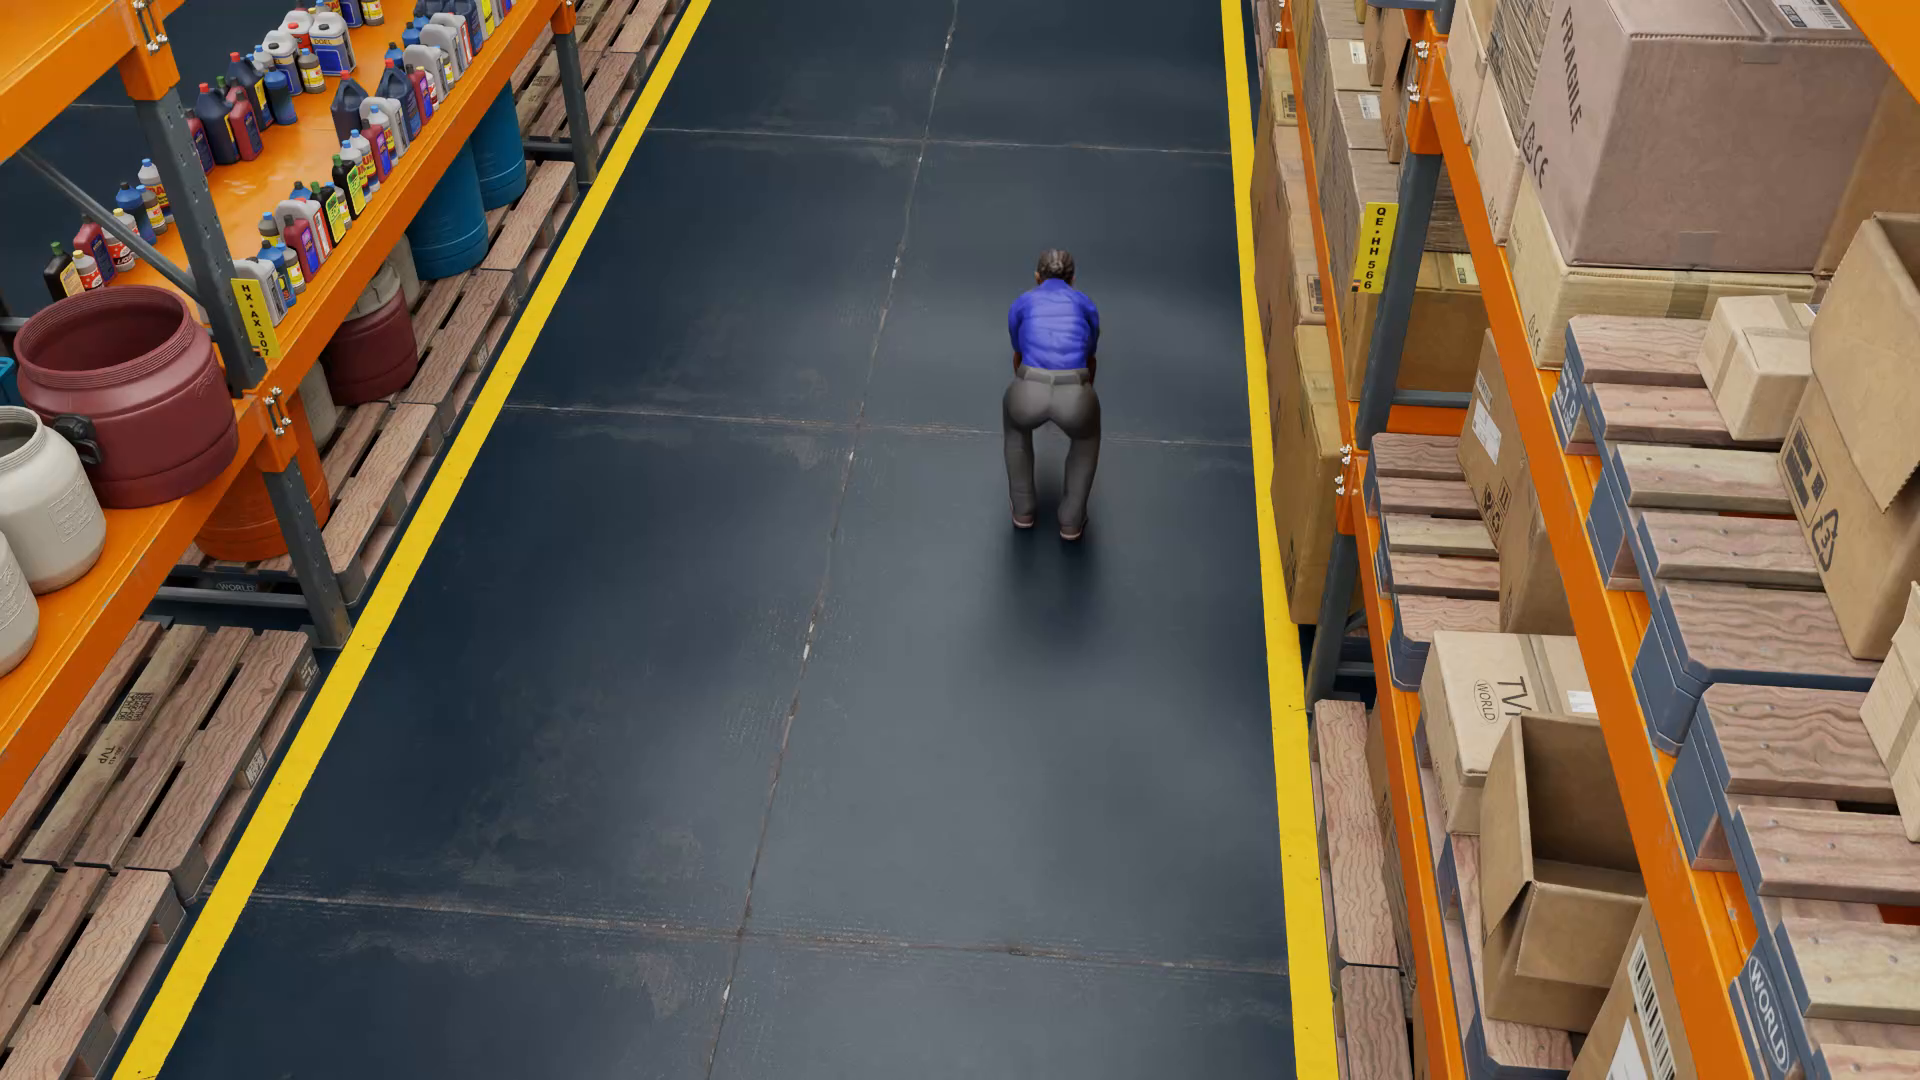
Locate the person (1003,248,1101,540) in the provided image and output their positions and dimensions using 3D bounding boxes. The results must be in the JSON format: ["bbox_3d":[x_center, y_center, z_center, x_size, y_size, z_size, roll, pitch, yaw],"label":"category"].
[{"bbox_3d":[0.412,-0.619,7.321,0.437,1.105,0.850,3,40,4],"label":"person"}]
